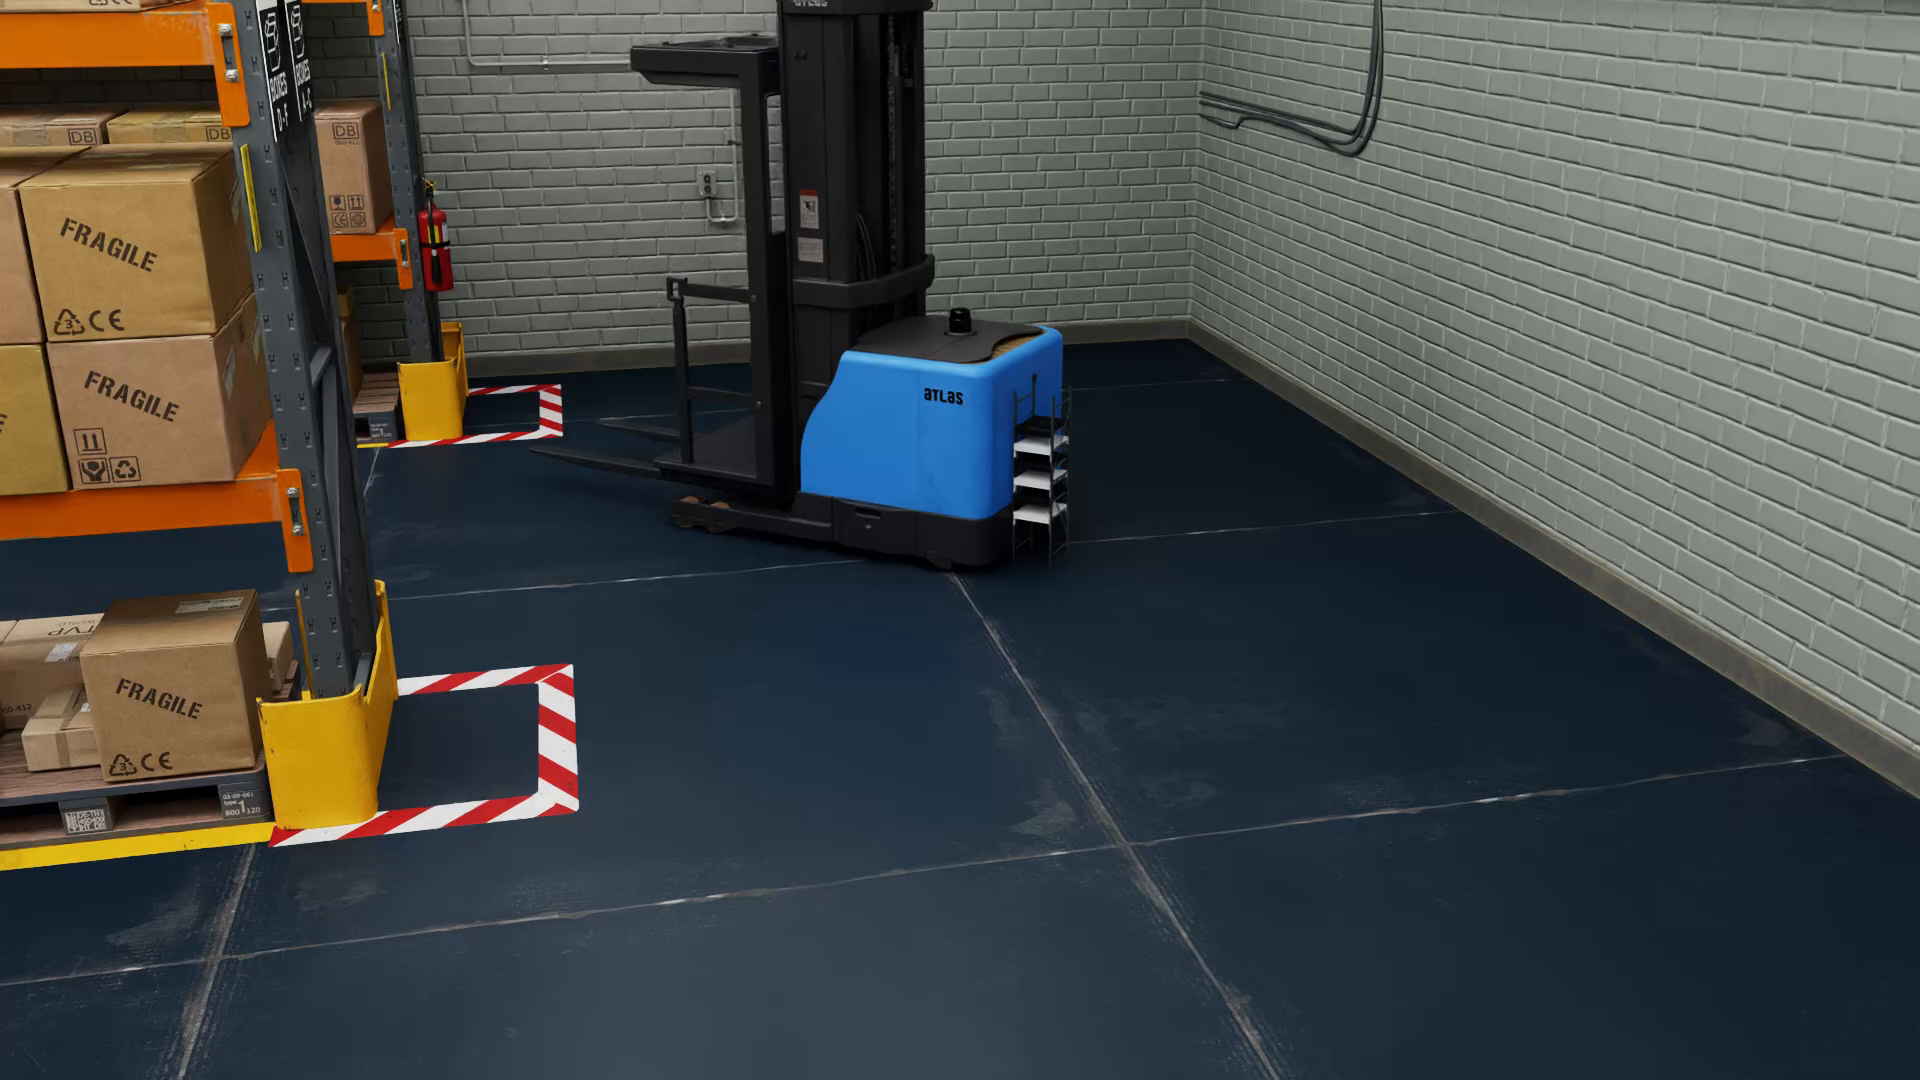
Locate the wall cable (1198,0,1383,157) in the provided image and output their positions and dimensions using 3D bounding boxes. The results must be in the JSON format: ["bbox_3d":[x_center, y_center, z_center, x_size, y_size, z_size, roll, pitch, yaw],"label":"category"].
[{"bbox_3d":[2.094,-3.920,10.948,0.112,2.526,3.097,-5,21,-12],"label":"wall cable"}]

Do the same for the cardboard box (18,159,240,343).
[{"bbox_3d":[-2.719,-0.965,5.488,0.500,0.500,0.500,-5,21,-13],"label":"cardboard box"}]

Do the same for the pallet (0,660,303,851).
[{"bbox_3d":[-3.199,0.803,6.315,1.213,0.211,1.003,-5,21,-12],"label":"pallet"}]

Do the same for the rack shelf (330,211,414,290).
[{"bbox_3d":[-5.439,-1.737,10.242,4.000,0.370,1.077,-5,21,-12],"label":"rack shelf"}]

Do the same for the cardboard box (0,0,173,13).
[{"bbox_3d":[-2.788,-1.785,5.183,0.500,0.250,0.500,-5,21,-12],"label":"cardboard box"}]

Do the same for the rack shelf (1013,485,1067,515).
[{"bbox_3d":[0.414,-0.215,8.453,0.200,0.077,0.258,10,22,25],"label":"rack shelf"}]

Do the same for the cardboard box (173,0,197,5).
[{"bbox_3d":[-2.907,-1.958,5.656,0.500,0.250,0.500,-5,21,-12],"label":"cardboard box"}]

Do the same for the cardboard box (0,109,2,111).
[{"bbox_3d":[-6.142,-2.151,9.890,0.700,0.700,0.980,-5,21,-14],"label":"cardboard box"}]

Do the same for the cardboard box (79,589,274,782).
[{"bbox_3d":[-2.822,0.517,6.036,0.500,0.500,0.500,-5,21,-12],"label":"cardboard box"}]

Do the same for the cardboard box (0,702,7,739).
[{"bbox_3d":[-3.753,0.700,5.902,0.500,0.250,0.500,-5,21,-12],"label":"cardboard box"}]

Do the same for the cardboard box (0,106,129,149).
[{"bbox_3d":[-5.436,-2.212,10.056,0.700,0.700,0.980,-6,21,-15],"label":"cardboard box"}]

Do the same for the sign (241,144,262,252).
[{"bbox_3d":[-2.241,-1.080,5.260,0.005,0.325,0.100,-5,21,-12],"label":"sign"}]

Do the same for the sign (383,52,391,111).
[{"bbox_3d":[-3.381,-2.706,9.812,0.005,0.325,0.100,-5,21,-12],"label":"sign"}]

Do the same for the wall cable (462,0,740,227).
[{"bbox_3d":[-2.464,-3.128,11.517,1.851,1.984,0.084,-5,21,-12],"label":"wall cable"}]

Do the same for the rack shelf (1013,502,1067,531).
[{"bbox_3d":[0.414,-0.131,8.483,0.200,0.077,0.258,10,22,25],"label":"rack shelf"}]

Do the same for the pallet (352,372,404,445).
[{"bbox_3d":[-4.253,-0.834,10.786,1.213,0.211,1.003,-5,21,-12],"label":"pallet"}]

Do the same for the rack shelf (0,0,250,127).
[{"bbox_3d":[-4.295,-1.488,5.200,4.000,0.370,1.077,-5,21,-12],"label":"rack shelf"}]

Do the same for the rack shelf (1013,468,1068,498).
[{"bbox_3d":[0.414,-0.300,8.422,0.200,0.077,0.258,10,22,25],"label":"rack shelf"}]

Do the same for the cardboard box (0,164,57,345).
[{"bbox_3d":[-3.210,-0.924,5.378,0.500,0.500,0.500,-4,21,-11],"label":"cardboard box"}]

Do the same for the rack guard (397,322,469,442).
[{"bbox_3d":[-3.469,-1.062,10.986,0.348,0.500,1.175,-5,21,-12],"label":"rack guard"}]

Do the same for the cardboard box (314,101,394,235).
[{"bbox_3d":[-3.987,-2.330,10.380,0.700,0.700,0.980,-4,20,-10],"label":"cardboard box"}]

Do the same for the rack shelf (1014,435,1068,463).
[{"bbox_3d":[0.414,-0.469,8.360,0.200,0.077,0.258,10,22,25],"label":"rack shelf"}]

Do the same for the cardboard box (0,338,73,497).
[{"bbox_3d":[-3.226,-0.454,5.547,0.500,0.500,0.500,-4,21,-12],"label":"cardboard box"}]

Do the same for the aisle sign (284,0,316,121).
[{"bbox_3d":[-2.350,-1.900,5.861,0.004,0.787,0.394,-5,21,-12],"label":"aisle sign"}]

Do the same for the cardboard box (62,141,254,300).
[{"bbox_3d":[-2.842,-1.145,5.981,0.500,0.500,0.500,-4,20,-11],"label":"cardboard box"}]

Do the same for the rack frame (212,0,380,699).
[{"bbox_3d":[-2.349,-0.575,6.025,0.127,3.000,1.000,-5,21,-12],"label":"rack frame"}]

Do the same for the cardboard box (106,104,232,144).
[{"bbox_3d":[-4.692,-2.269,10.212,0.700,0.700,0.980,-5,21,-13],"label":"cardboard box"}]

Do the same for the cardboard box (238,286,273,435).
[{"bbox_3d":[-2.842,-0.676,6.153,0.500,0.500,0.500,-4,21,-11],"label":"cardboard box"}]

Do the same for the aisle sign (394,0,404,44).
[{"bbox_3d":[-3.354,-3.359,9.845,0.004,0.787,0.394,-5,21,-12],"label":"aisle sign"}]

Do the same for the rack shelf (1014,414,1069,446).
[{"bbox_3d":[0.414,-0.553,8.329,0.200,0.077,0.258,10,22,25],"label":"rack shelf"}]

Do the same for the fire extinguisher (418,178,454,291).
[{"bbox_3d":[-3.240,-1.879,10.239,0.183,0.674,0.296,-5,21,-12],"label":"fire extinguisher"}]

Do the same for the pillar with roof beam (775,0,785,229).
[{"bbox_3d":[-0.073,-4.113,6.959,0.400,9.000,9.100,-5,21,-12],"label":"pillar with roof beam"}]

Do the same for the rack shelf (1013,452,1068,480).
[{"bbox_3d":[0.414,-0.384,8.391,0.200,0.077,0.258,10,22,25],"label":"rack shelf"}]

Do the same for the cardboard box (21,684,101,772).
[{"bbox_3d":[-3.236,0.676,6.088,0.250,0.166,0.380,-5,21,-12],"label":"cardboard box"}]

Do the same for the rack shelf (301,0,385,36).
[{"bbox_3d":[-5.439,-3.146,9.726,4.000,0.370,1.077,-5,21,-12],"label":"rack shelf"}]

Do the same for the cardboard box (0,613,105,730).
[{"bbox_3d":[-3.430,0.497,6.456,0.500,0.250,0.500,-5,21,-12],"label":"cardboard box"}]

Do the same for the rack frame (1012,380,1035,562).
[{"bbox_3d":[0.323,-0.347,8.453,0.006,0.900,0.240,10,22,25],"label":"rack frame"}]

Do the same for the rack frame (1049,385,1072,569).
[{"bbox_3d":[0.505,-0.315,8.367,0.006,0.900,0.240,10,22,25],"label":"rack frame"}]

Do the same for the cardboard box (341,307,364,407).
[{"bbox_3d":[-4.151,-1.168,10.666,0.500,0.500,0.700,-5,21,-12],"label":"cardboard box"}]

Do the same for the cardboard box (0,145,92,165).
[{"bbox_3d":[-3.349,-1.101,5.861,0.500,0.500,0.500,-4,21,-12],"label":"cardboard box"}]

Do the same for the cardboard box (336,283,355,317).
[{"bbox_3d":[-4.075,-1.549,10.764,0.250,0.149,0.380,-5,21,-12],"label":"cardboard box"}]

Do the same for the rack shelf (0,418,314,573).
[{"bbox_3d":[-4.295,-0.079,5.716,4.000,0.370,1.077,-5,21,-12],"label":"rack shelf"}]

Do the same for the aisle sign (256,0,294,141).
[{"bbox_3d":[-2.212,-1.699,5.312,0.004,0.787,0.394,-5,21,-12],"label":"aisle sign"}]

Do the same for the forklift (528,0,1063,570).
[{"bbox_3d":[-0.997,-1.563,8.819,3.031,2.935,1.130,10,22,25],"label":"forklift"}]

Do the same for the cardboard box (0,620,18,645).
[{"bbox_3d":[-3.917,0.536,6.348,0.500,0.250,0.500,-5,21,-12],"label":"cardboard box"}]

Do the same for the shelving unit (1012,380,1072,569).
[{"bbox_3d":[0.414,-0.331,8.410,0.210,0.900,0.258,10,22,25],"label":"shelving unit"}]

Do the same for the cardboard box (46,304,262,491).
[{"bbox_3d":[-2.722,-0.496,5.662,0.500,0.500,0.500,-4,20,-11],"label":"cardboard box"}]

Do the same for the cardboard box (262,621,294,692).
[{"bbox_3d":[-2.836,0.475,6.663,0.250,0.149,0.380,-5,21,-12],"label":"cardboard box"}]

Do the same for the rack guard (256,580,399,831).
[{"bbox_3d":[-2.423,0.604,6.438,0.348,0.500,1.175,-5,21,-12],"label":"rack guard"}]

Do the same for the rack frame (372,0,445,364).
[{"bbox_3d":[-3.493,-2.233,10.550,0.127,3.000,1.000,-5,21,-12],"label":"rack frame"}]
